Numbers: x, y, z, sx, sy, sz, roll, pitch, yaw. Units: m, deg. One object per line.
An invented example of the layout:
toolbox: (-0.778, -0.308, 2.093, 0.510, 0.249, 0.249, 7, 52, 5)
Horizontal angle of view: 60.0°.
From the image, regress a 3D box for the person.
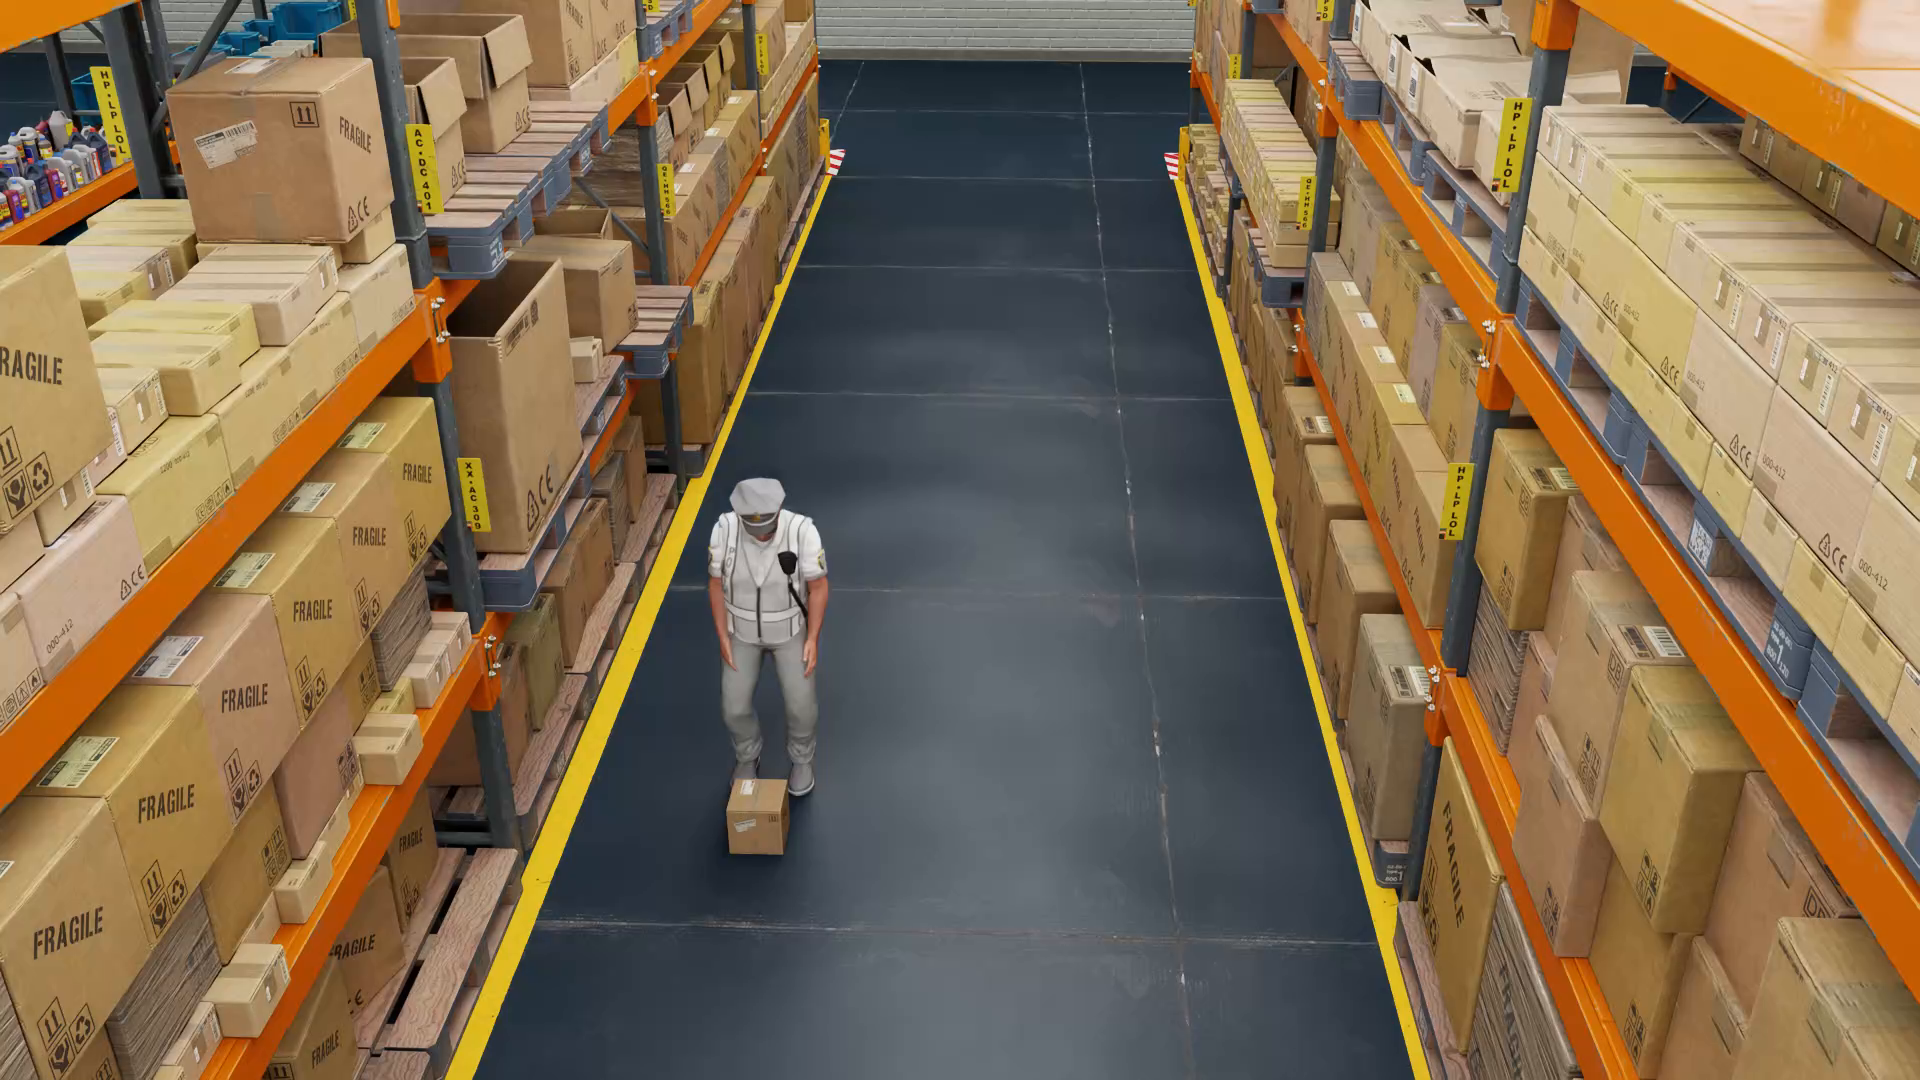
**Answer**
person: (-0.890, 0.491, 7.867, 0.581, 1.594, 0.658, 1, 28, 3)
